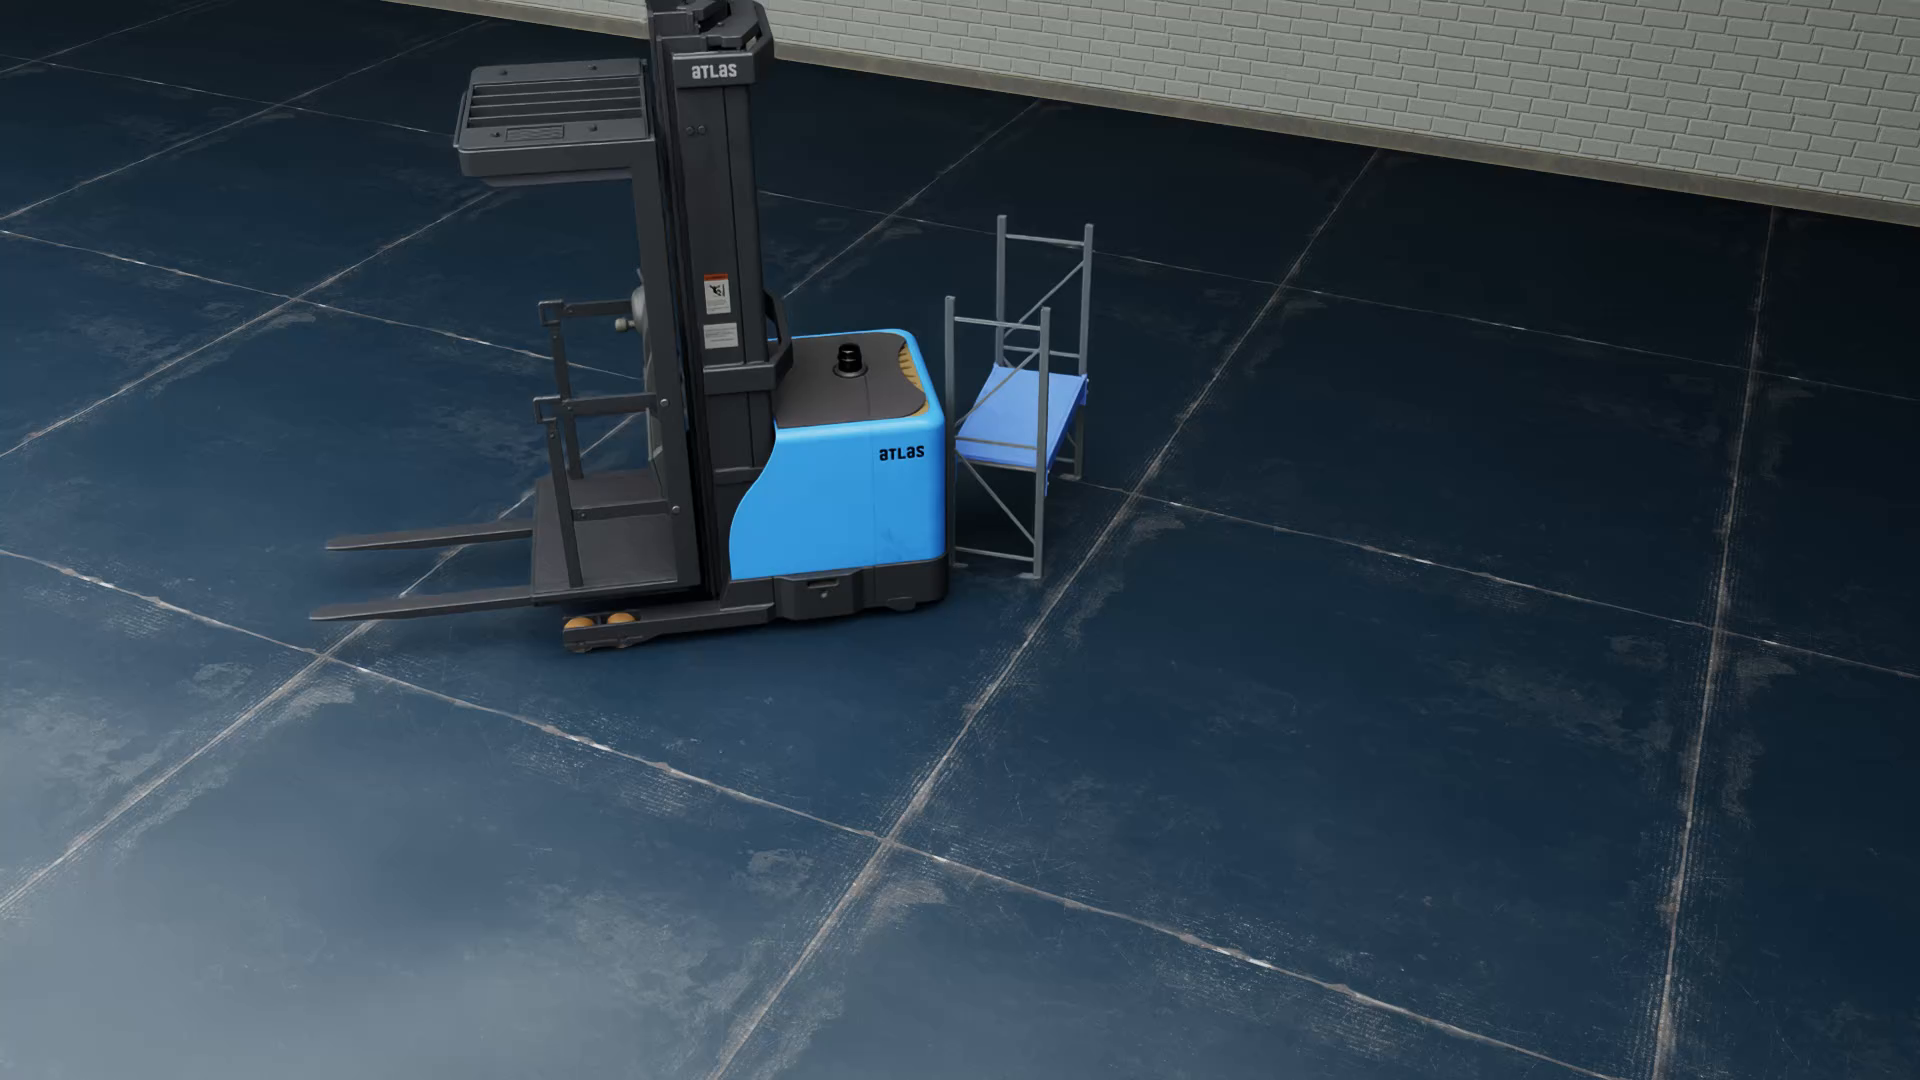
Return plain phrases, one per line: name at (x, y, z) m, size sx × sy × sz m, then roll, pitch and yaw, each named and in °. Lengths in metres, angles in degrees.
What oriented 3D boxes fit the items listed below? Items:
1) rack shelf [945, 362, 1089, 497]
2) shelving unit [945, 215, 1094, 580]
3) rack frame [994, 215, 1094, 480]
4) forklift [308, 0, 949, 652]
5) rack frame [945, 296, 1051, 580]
rack shelf at (0.306, -0.587, 8.606) m, size 0.538 × 0.185 × 1.000 m, roll 8°, pitch 34°, yaw 12°
shelving unit at (0.306, -0.738, 8.508) m, size 0.538 × 1.500 × 1.048 m, roll 8°, pitch 34°, yaw 12°
rack frame at (0.437, -1.007, 8.918) m, size 0.500 × 1.500 × 0.032 m, roll 8°, pitch 34°, yaw 12°
forklift at (-1.624, -1.004, 7.609) m, size 3.031 × 2.935 × 1.130 m, roll -6°, pitch 34°, yaw -9°
rack frame at (0.174, -0.469, 8.097) m, size 0.500 × 1.500 × 0.032 m, roll 8°, pitch 34°, yaw 12°
